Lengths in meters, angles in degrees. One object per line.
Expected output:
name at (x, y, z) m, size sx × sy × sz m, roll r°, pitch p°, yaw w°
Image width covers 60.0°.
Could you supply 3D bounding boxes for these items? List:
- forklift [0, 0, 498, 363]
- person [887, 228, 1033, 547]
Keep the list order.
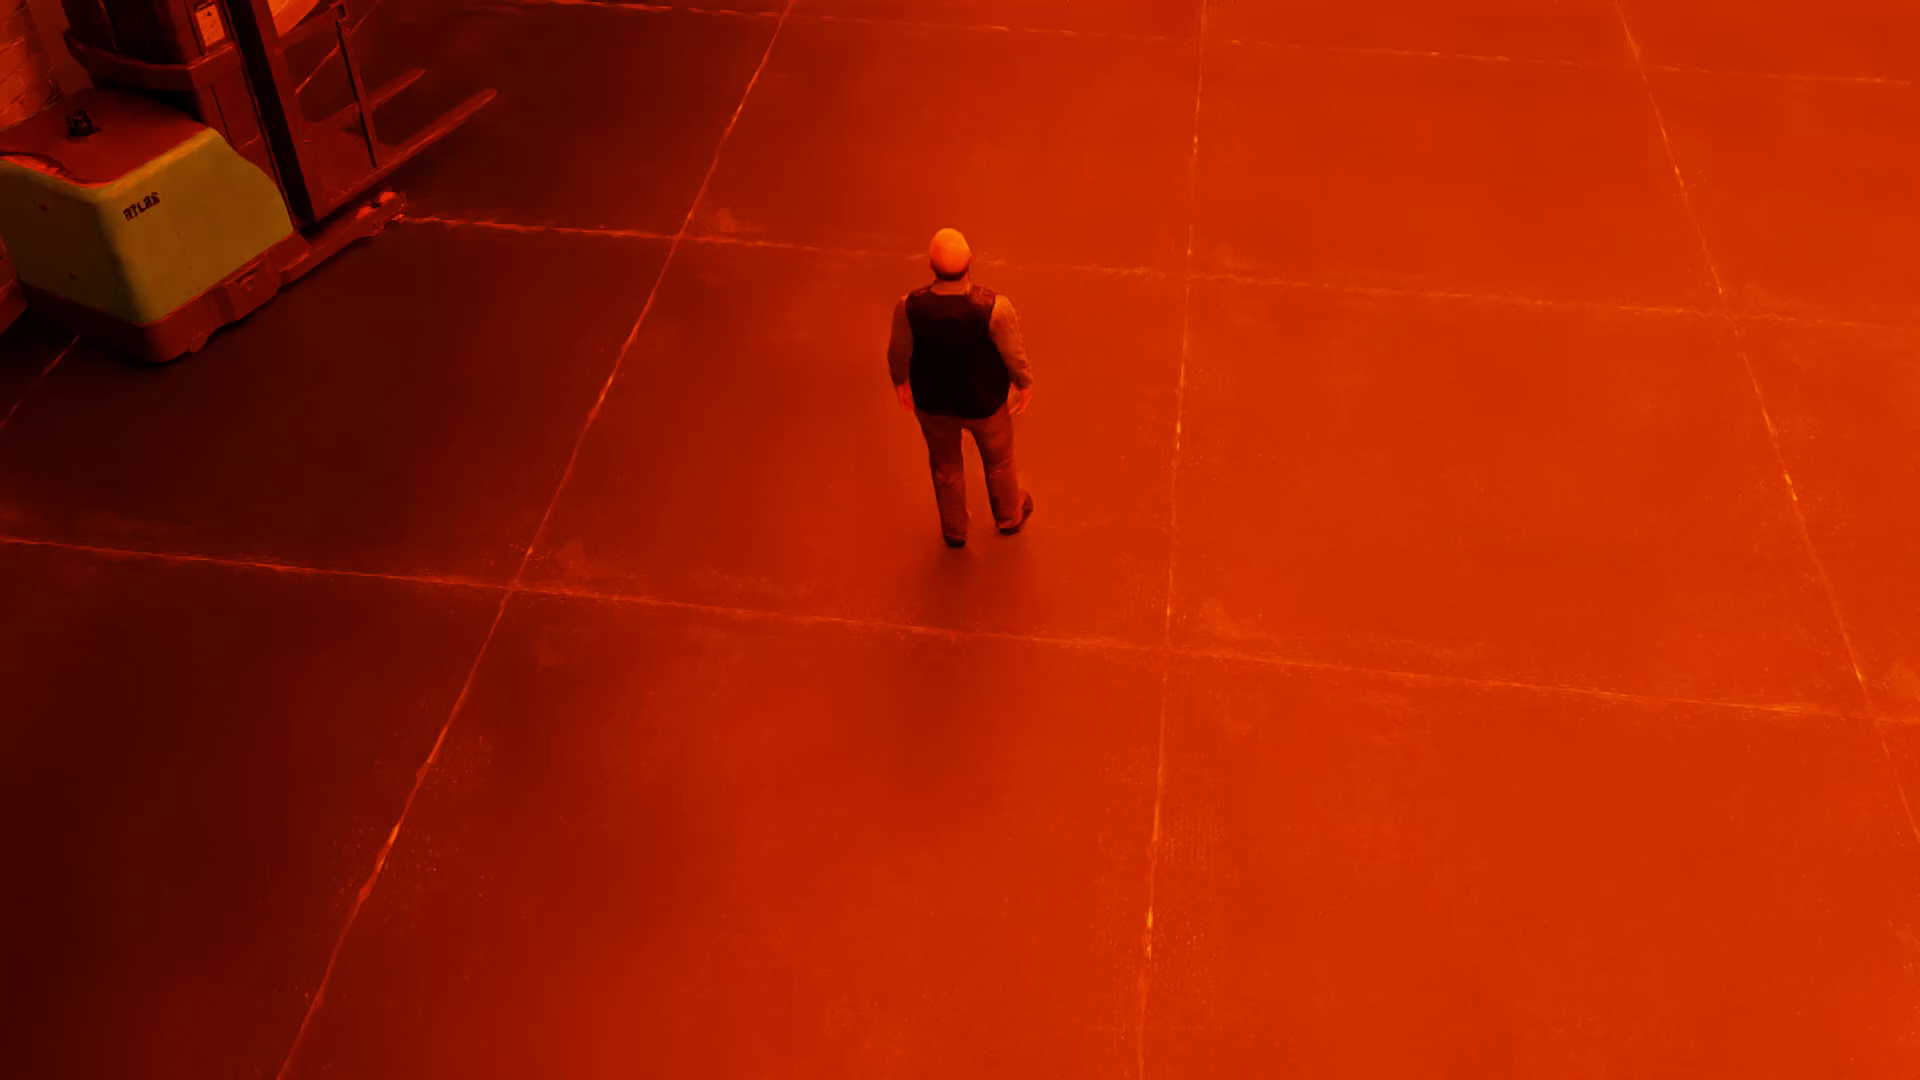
forklift at (-3.973, -3.012, 9.003) m, size 1.130 × 2.935 × 3.031 m, roll 19°, pitch 46°, yaw 20°
person at (0.016, -0.680, 7.349) m, size 0.632 × 1.720 × 0.567 m, roll 5°, pitch 43°, yaw 6°
